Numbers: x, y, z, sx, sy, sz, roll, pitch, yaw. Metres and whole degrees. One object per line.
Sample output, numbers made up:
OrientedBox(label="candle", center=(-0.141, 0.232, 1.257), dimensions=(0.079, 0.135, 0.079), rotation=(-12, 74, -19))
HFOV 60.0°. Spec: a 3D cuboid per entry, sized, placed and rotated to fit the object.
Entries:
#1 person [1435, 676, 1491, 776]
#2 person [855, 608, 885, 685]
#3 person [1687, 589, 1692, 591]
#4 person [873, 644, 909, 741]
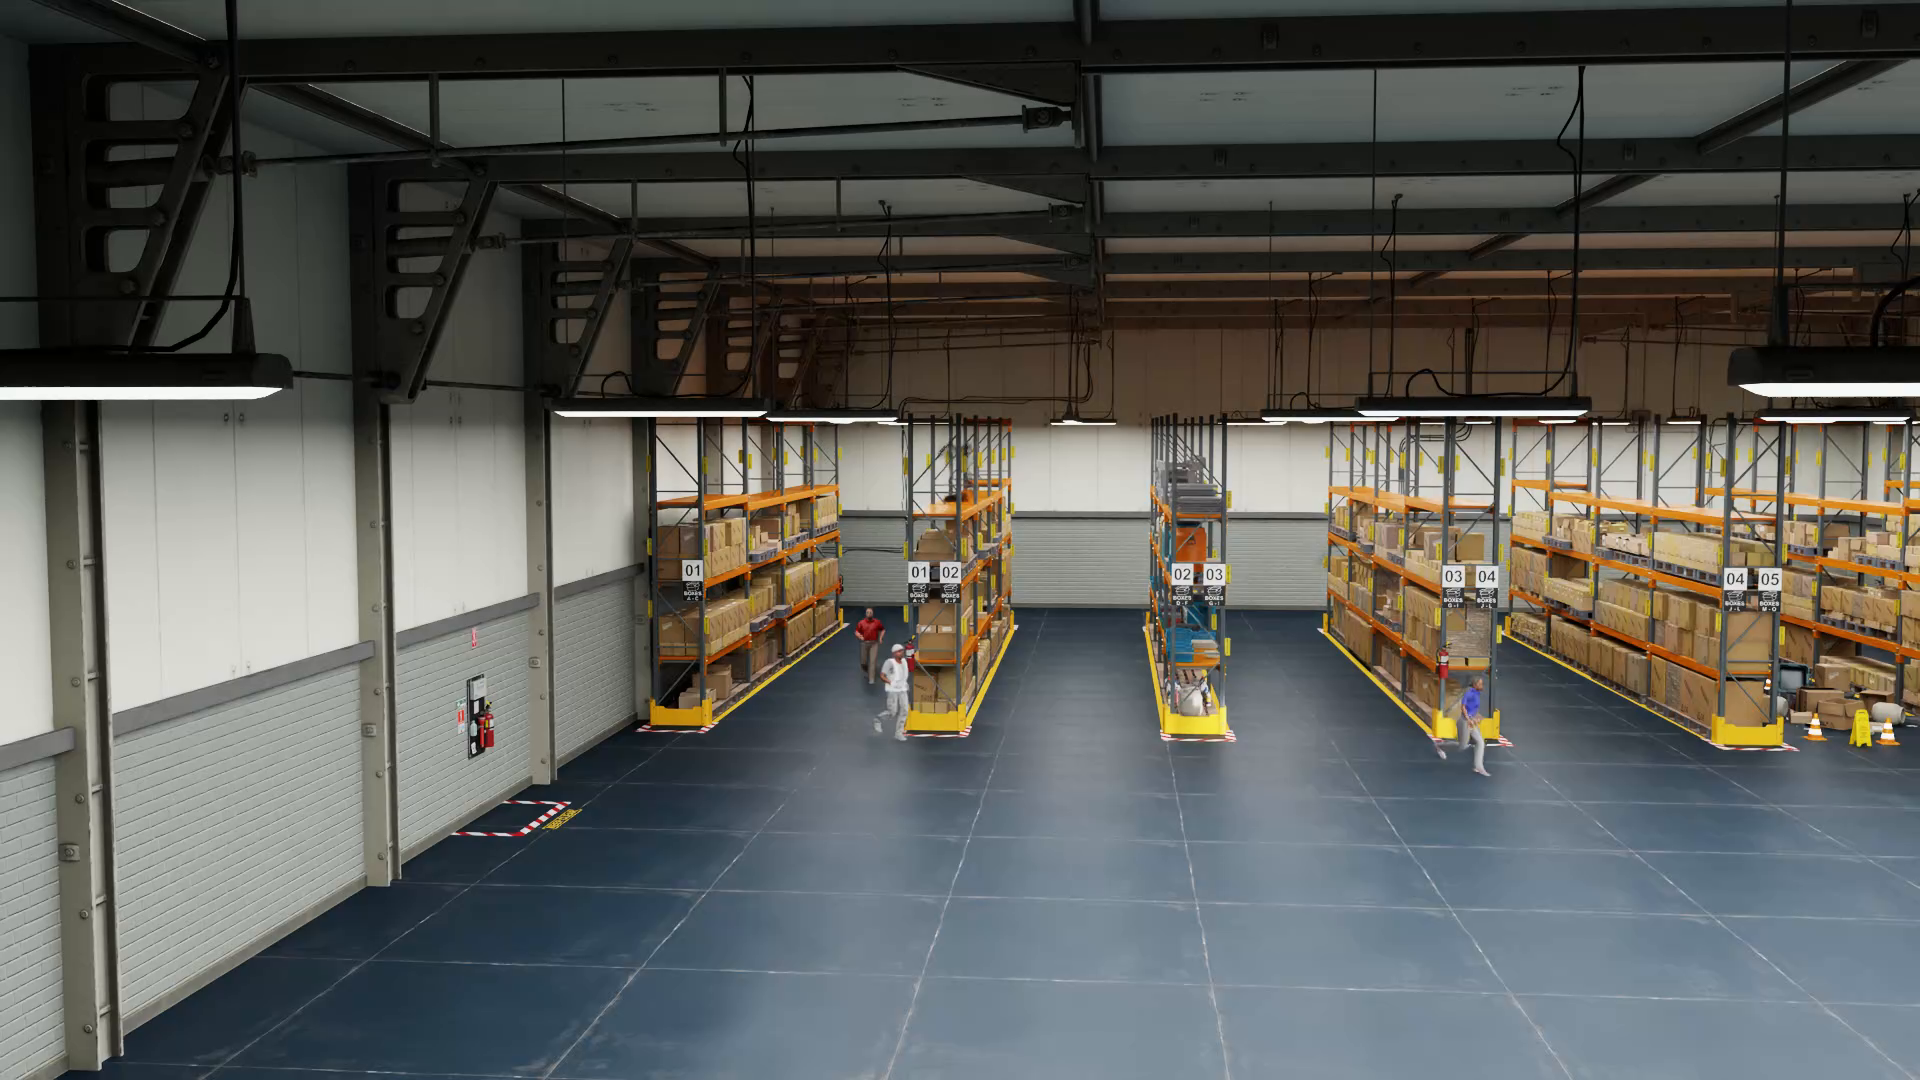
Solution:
OrientedBox(label="person", center=(8.390, 3.076, 27.667), dimensions=(0.937, 1.651, 0.574), rotation=(3, 5, 37))
OrientedBox(label="person", center=(-2.017, 2.368, 37.306), dimensions=(0.674, 1.682, 0.782), rotation=(0, 4, -2))
OrientedBox(label="person", center=(20.762, 1.790, 47.063), dimensions=(0.588, 1.519, 0.592), rotation=(1, 4, 15))
OrientedBox(label="person", center=(-1.192, 2.791, 30.647), dimensions=(0.759, 1.761, 0.703), rotation=(4, 5, 43))
